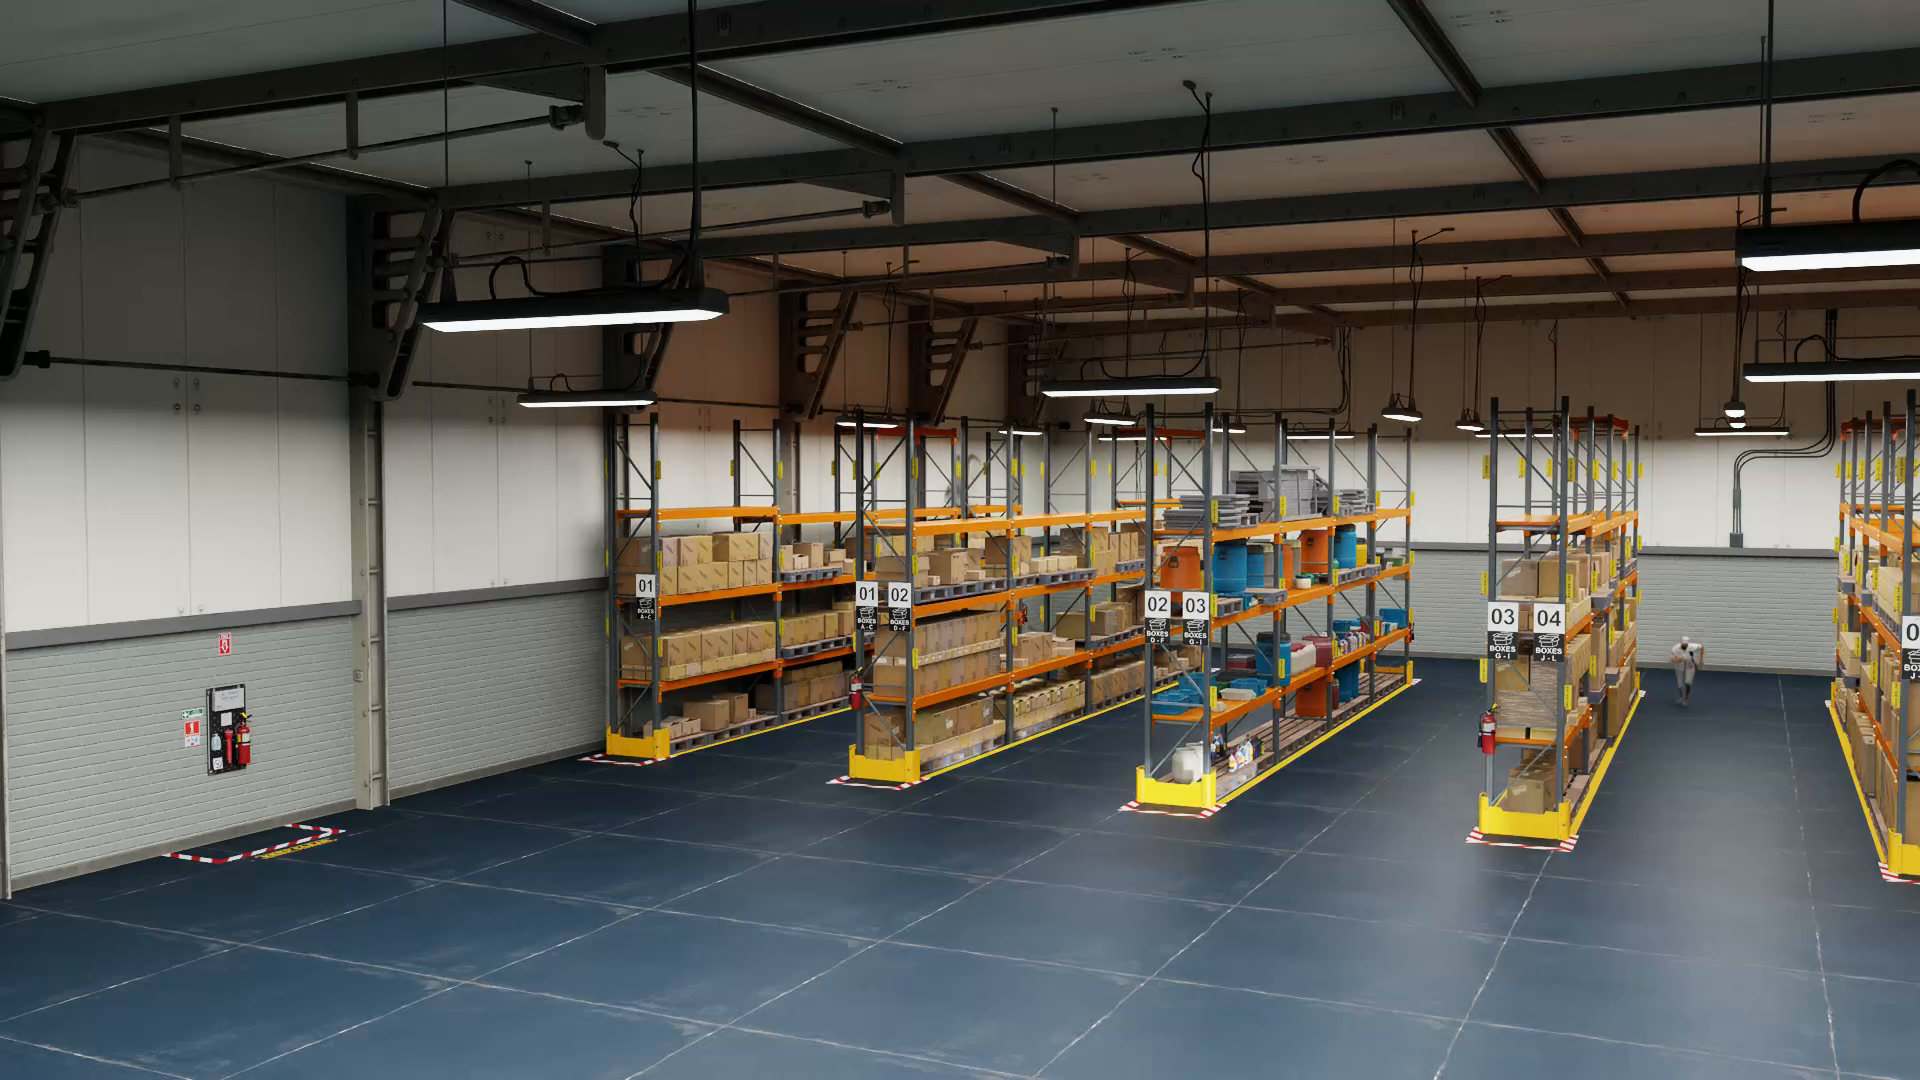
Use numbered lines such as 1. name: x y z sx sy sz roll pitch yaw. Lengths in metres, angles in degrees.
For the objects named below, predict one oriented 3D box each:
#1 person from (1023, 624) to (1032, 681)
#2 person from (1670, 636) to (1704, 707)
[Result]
1. person: 1.496 2.658 36.701 0.508 1.604 0.667 1 3 30
2. person: 15.372 2.771 35.176 0.641 1.547 0.942 1 3 26
